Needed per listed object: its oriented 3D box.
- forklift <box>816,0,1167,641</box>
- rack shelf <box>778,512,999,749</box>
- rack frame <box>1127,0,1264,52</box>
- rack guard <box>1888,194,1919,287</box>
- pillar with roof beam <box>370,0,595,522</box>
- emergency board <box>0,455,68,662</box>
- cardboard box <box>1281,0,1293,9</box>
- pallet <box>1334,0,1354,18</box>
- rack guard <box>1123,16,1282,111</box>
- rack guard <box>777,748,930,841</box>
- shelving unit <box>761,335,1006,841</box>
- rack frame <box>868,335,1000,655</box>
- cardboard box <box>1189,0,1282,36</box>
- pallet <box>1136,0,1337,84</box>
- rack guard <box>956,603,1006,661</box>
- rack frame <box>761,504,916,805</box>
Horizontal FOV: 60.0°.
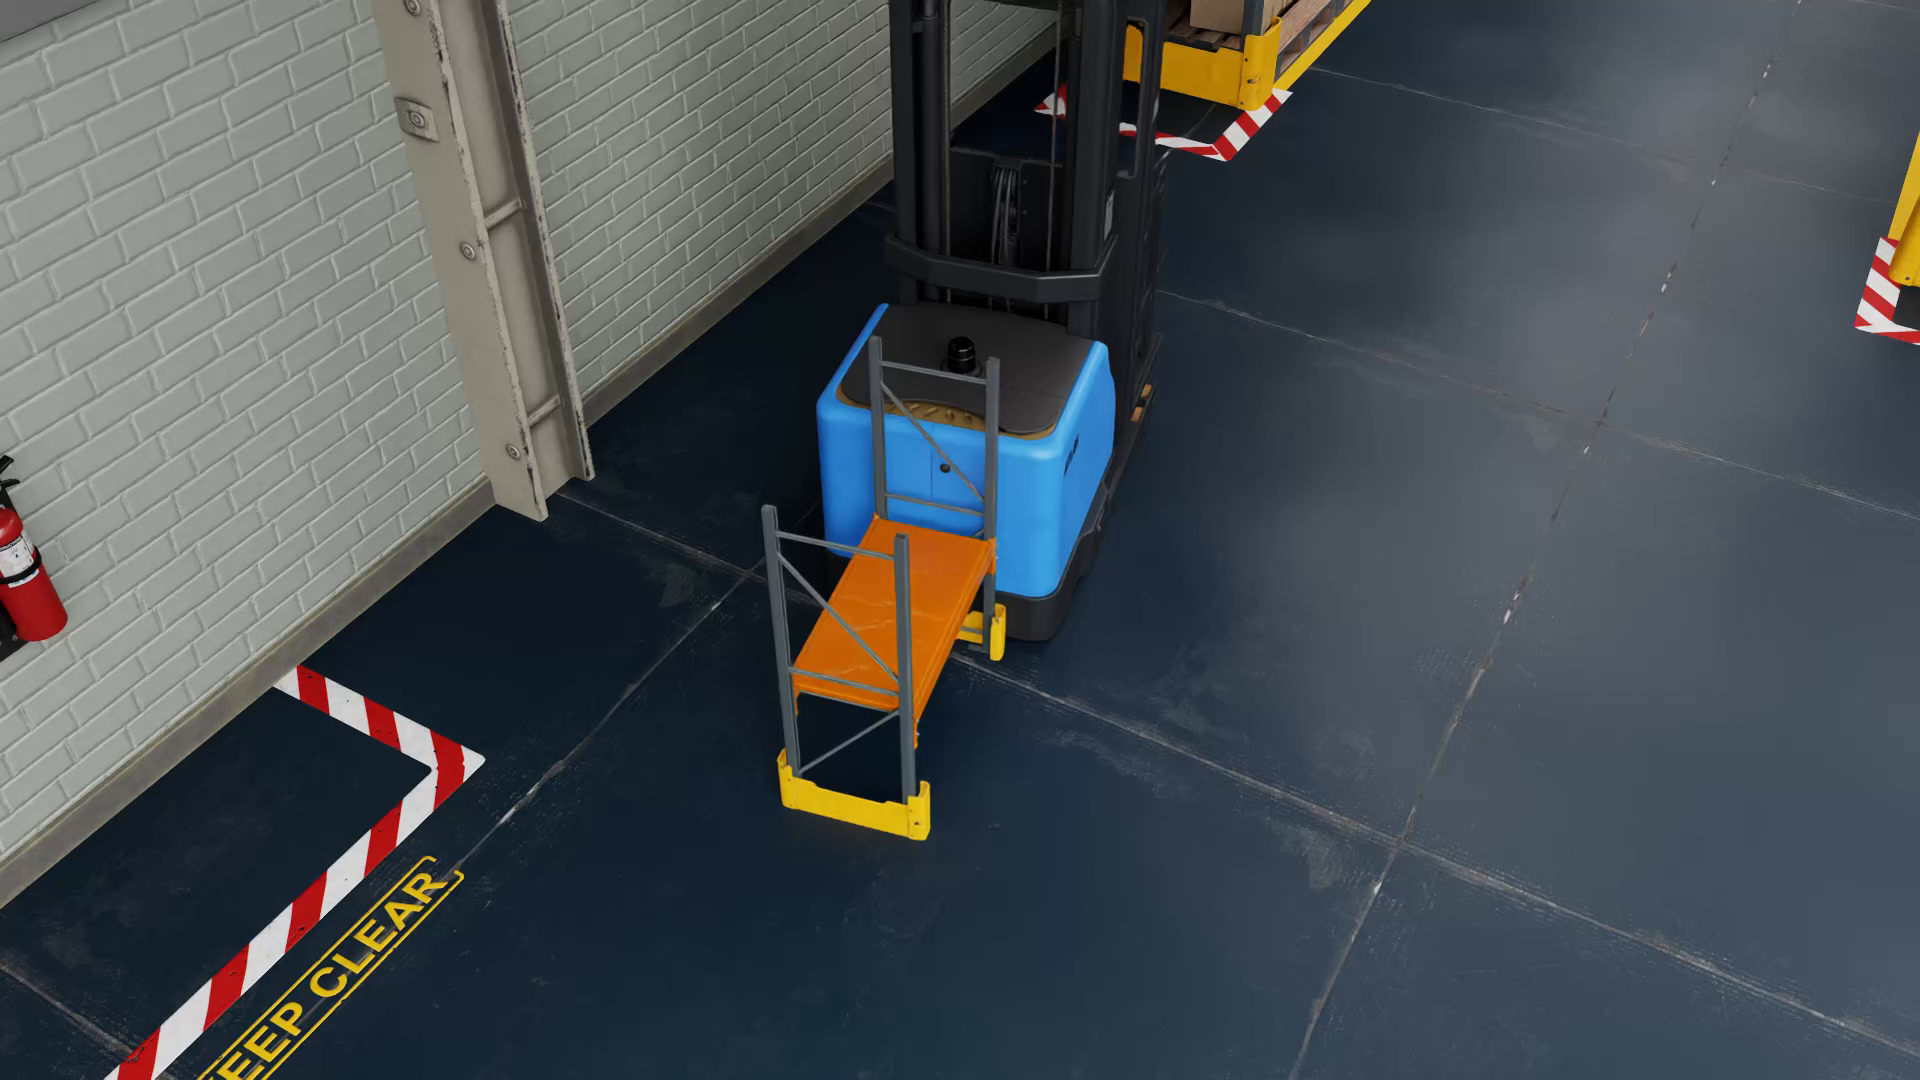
[{"bbox_3d":[0.344,-1.661,7.234,1.130,2.935,3.031,12,43,13],"label":"forklift"},{"bbox_3d":[-0.251,0.319,6.341,0.538,0.185,1.000,12,43,13],"label":"rack shelf"},{"bbox_3d":[1.437,-4.119,9.973,1.000,3.000,0.127,21,45,22],"label":"rack frame"},{"bbox_3d":[5.716,-1.531,8.926,1.175,0.500,0.348,21,45,22],"label":"rack guard"},{"bbox_3d":[1.763,-2.200,3.255,9.100,9.000,0.400,21,45,22],"label":"pillar with roof beam"},{"bbox_3d":[-3.234,0.029,5.263,0.194,1.169,0.643,21,45,22],"label":"emergency board"},{"bbox_3d":[2.147,-3.968,11.503,0.500,0.311,0.500,25,47,25],"label":"cardboard box"},{"bbox_3d":[2.524,-4.265,12.249,1.003,0.211,1.213,21,45,22],"label":"pallet"},{"bbox_3d":[1.475,-3.225,10.849,1.175,0.500,0.348,21,45,22],"label":"rack guard"},{"bbox_3d":[-0.400,0.961,6.285,0.587,0.250,0.087,12,43,13],"label":"rack guard"},{"bbox_3d":[-0.249,0.178,6.228,0.587,1.500,1.083,12,43,13],"label":"shelving unit"},{"bbox_3d":[-0.097,-0.136,6.585,0.500,1.500,0.032,12,43,13],"label":"rack frame"},{"bbox_3d":[1.861,-3.641,11.132,0.500,0.311,0.500,16,44,17],"label":"cardboard box"},{"bbox_3d":[1.912,-3.569,11.459,1.003,0.211,1.213,21,45,22],"label":"pallet"},{"bbox_3d":[-0.098,0.334,6.997,0.587,0.250,0.087,12,43,13],"label":"rack guard"},{"bbox_3d":[-0.406,0.504,5.858,0.500,1.500,0.032,12,43,13],"label":"rack frame"}]
